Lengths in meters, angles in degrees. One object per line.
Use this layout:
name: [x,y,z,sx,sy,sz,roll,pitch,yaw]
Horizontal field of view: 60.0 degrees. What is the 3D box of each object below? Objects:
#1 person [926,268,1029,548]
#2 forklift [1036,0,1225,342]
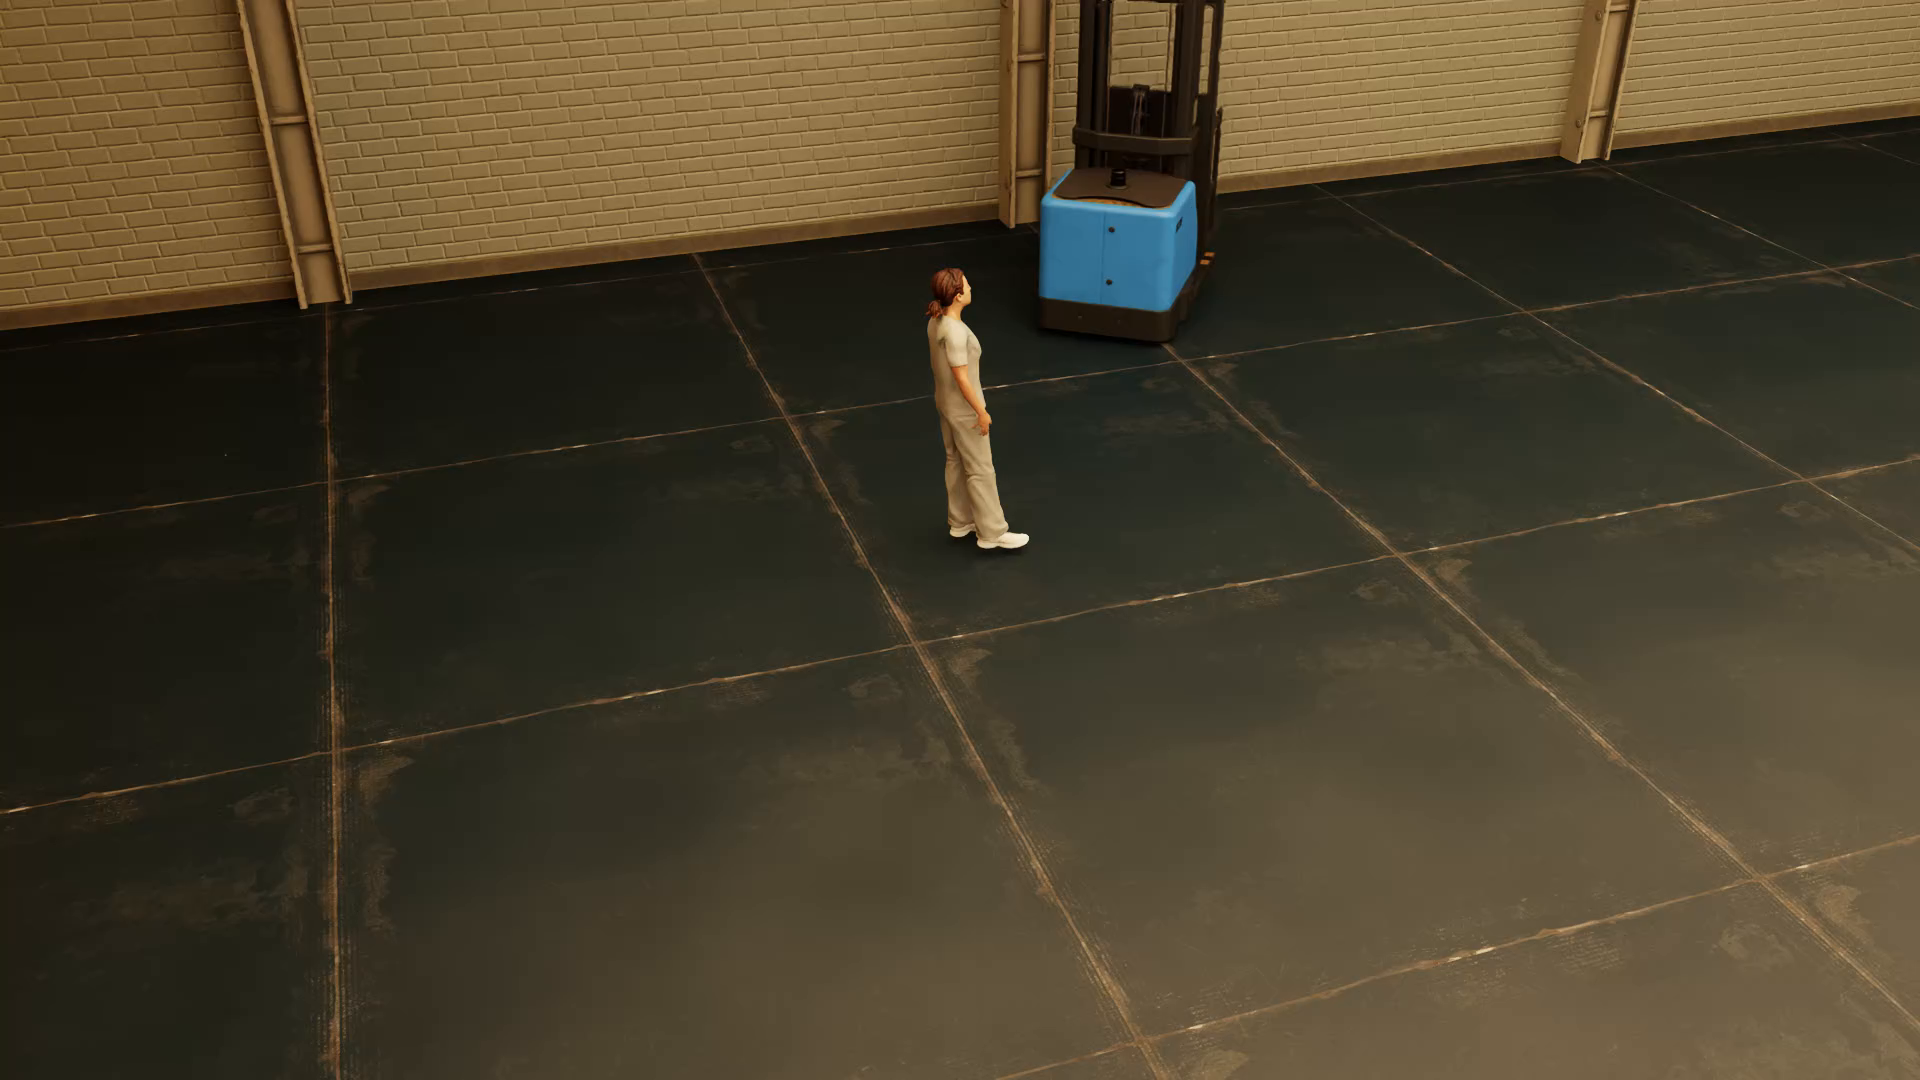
person: [0.081,-0.774,9.595,0.533,1.675,0.549,-10,31,-16]
forklift: [1.524,-3.477,13.130,1.130,2.935,3.031,9,31,16]
